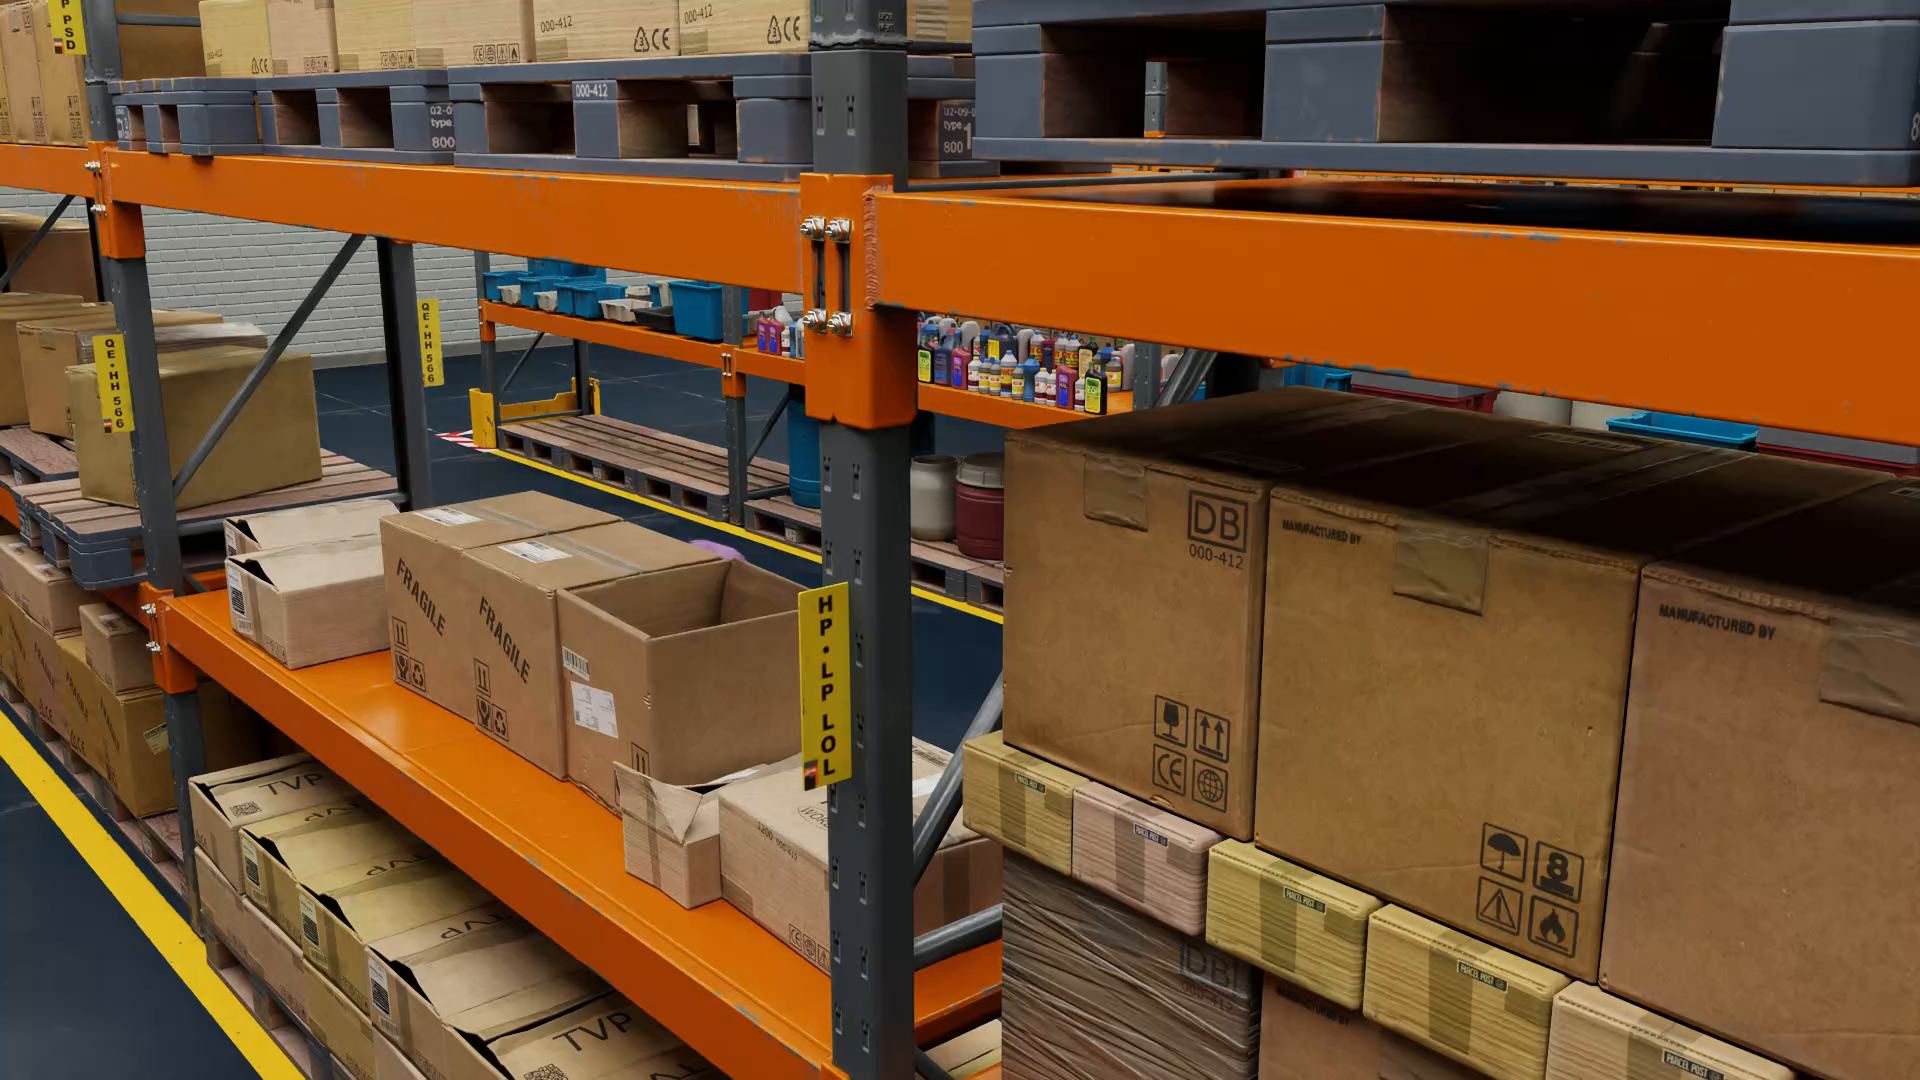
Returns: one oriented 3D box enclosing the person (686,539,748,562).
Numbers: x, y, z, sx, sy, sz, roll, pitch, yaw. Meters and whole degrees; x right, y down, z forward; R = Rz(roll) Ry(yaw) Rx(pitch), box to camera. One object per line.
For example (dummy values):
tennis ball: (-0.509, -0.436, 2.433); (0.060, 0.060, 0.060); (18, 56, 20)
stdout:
person: (-1.378, 0.485, 8.013); (0.858, 0.911, 0.419); (-13, 20, -42)
